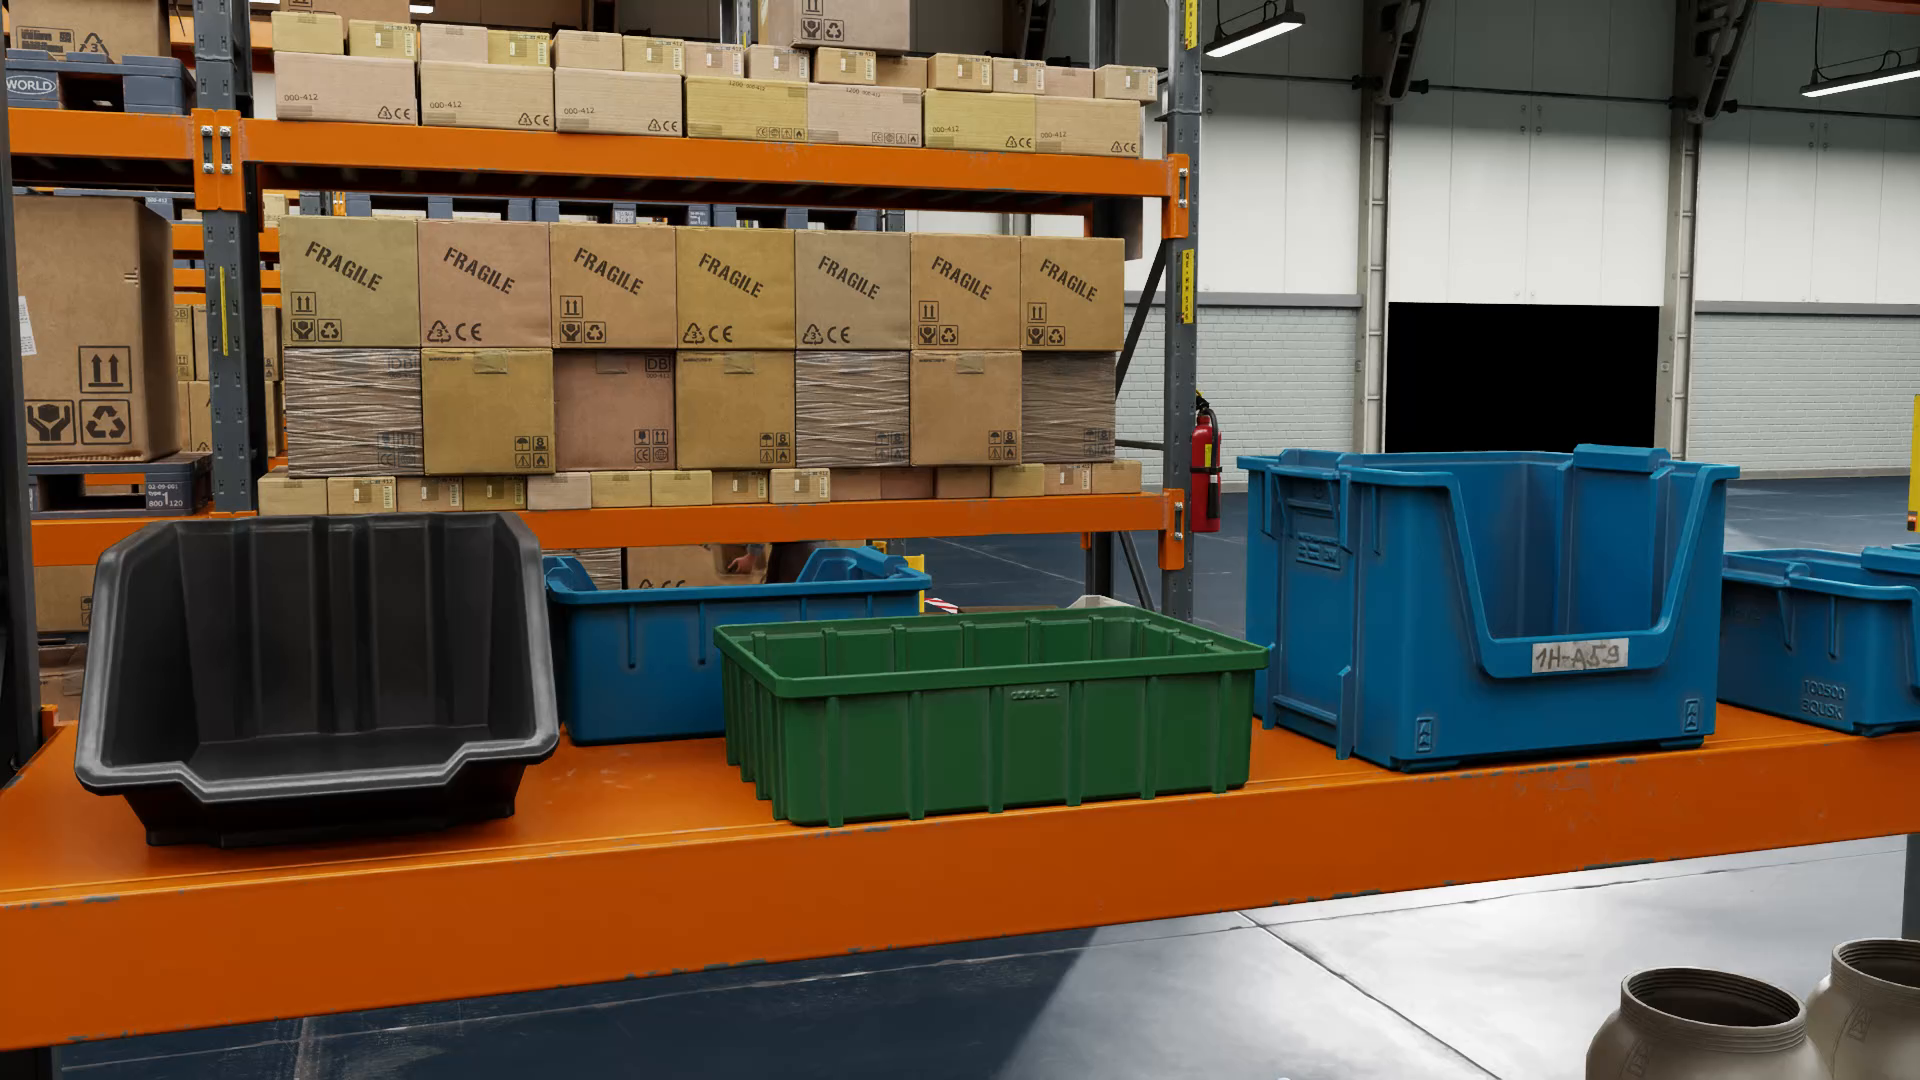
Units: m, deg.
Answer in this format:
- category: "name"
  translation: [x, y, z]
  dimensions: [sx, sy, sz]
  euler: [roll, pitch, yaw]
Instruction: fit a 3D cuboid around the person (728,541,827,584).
- category: "person"
  translation: [-1.064, 0.074, 9.608]
  dimensions: [0.615, 1.647, 0.477]
  euler: [-2, 6, -20]
